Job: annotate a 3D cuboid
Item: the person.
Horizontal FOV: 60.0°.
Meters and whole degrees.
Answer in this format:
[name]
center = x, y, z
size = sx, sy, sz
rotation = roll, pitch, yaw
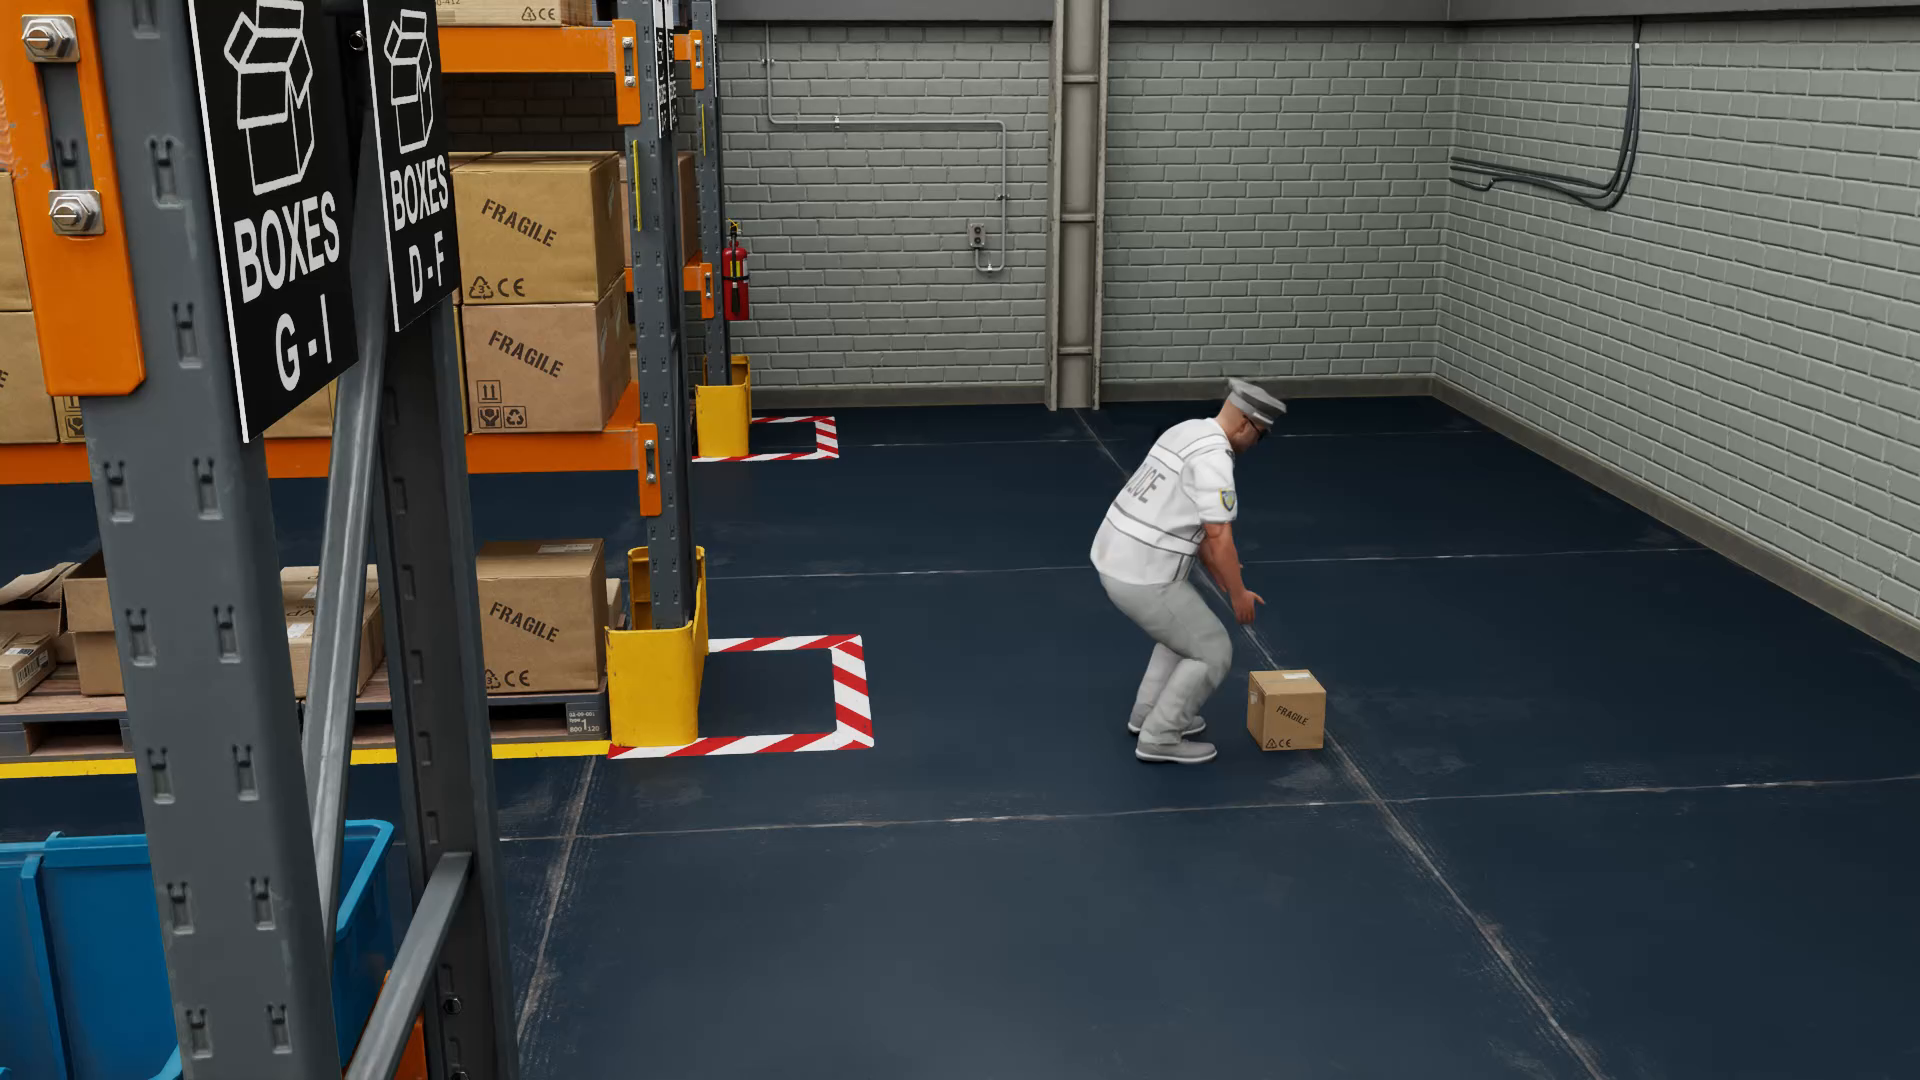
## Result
[person]
center = 0.895, 0.111, 6.622
size = 0.751, 1.496, 0.588
rotation = -2, 17, -5
